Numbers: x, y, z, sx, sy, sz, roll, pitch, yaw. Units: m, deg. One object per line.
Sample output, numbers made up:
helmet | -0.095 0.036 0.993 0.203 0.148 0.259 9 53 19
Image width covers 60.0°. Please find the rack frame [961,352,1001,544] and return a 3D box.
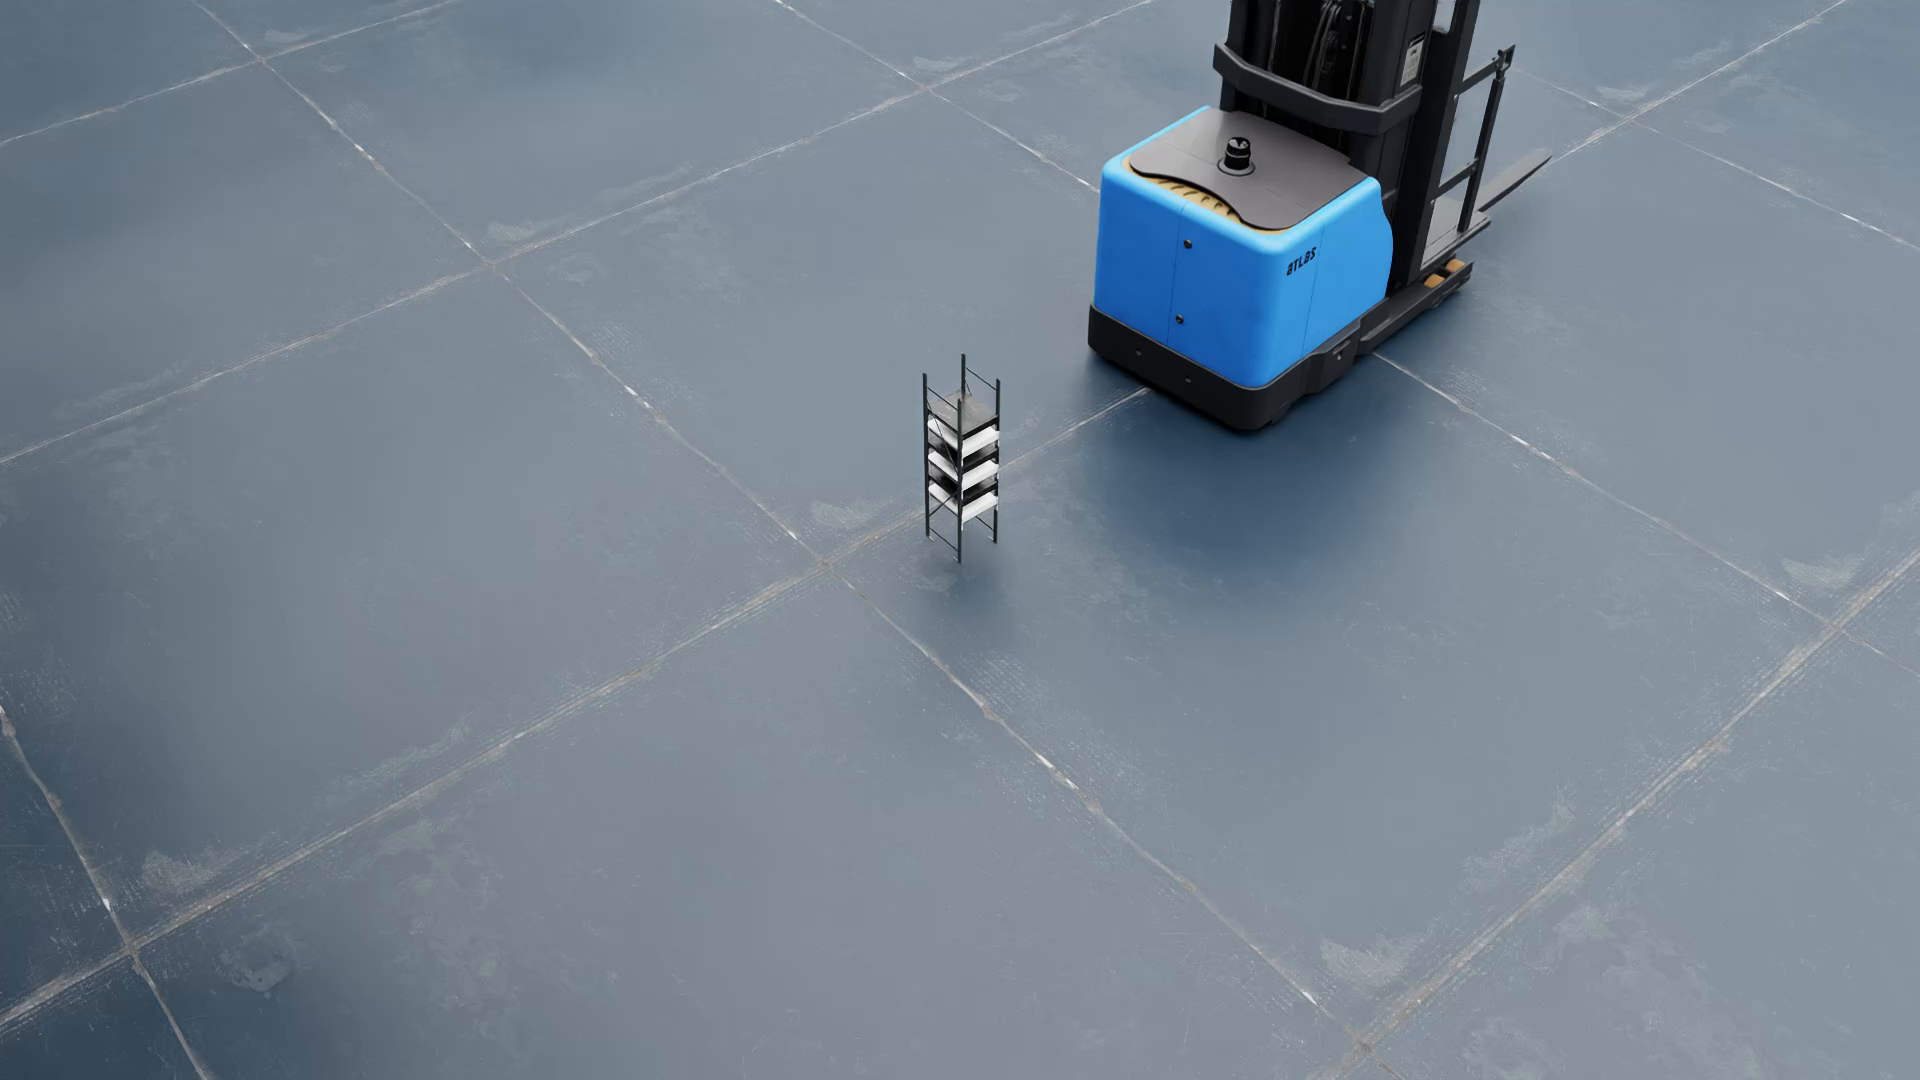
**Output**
rack frame | 0.084 -0.376 7.047 0.006 0.900 0.240 -30 51 -28

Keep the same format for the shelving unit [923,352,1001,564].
shelving unit | 0.006 -0.332 6.999 0.210 0.900 0.258 -30 51 -28

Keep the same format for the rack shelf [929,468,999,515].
rack shelf | 0.006 -0.242 7.084 0.200 0.077 0.258 -30 51 -28

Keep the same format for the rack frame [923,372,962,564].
rack frame | -0.072 -0.287 6.952 0.006 0.900 0.240 -30 51 -28

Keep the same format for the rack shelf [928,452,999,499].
rack shelf | 0.006 -0.307 7.022 0.200 0.077 0.258 -30 51 -28

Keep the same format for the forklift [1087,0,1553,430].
forklift | 2.020 -2.490 7.814 1.130 2.935 3.031 34 53 31

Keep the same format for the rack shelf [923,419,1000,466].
rack shelf | 0.006 -0.438 6.899 0.200 0.077 0.258 -30 51 -28

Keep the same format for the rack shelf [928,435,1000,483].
rack shelf | 0.006 -0.373 6.961 0.200 0.077 0.258 -30 51 -28

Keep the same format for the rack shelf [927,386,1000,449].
rack shelf | 0.006 -0.504 6.837 0.200 0.077 0.258 -30 51 -28

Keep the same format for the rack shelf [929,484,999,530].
rack shelf | 0.006 -0.176 7.145 0.200 0.077 0.258 -30 51 -28
